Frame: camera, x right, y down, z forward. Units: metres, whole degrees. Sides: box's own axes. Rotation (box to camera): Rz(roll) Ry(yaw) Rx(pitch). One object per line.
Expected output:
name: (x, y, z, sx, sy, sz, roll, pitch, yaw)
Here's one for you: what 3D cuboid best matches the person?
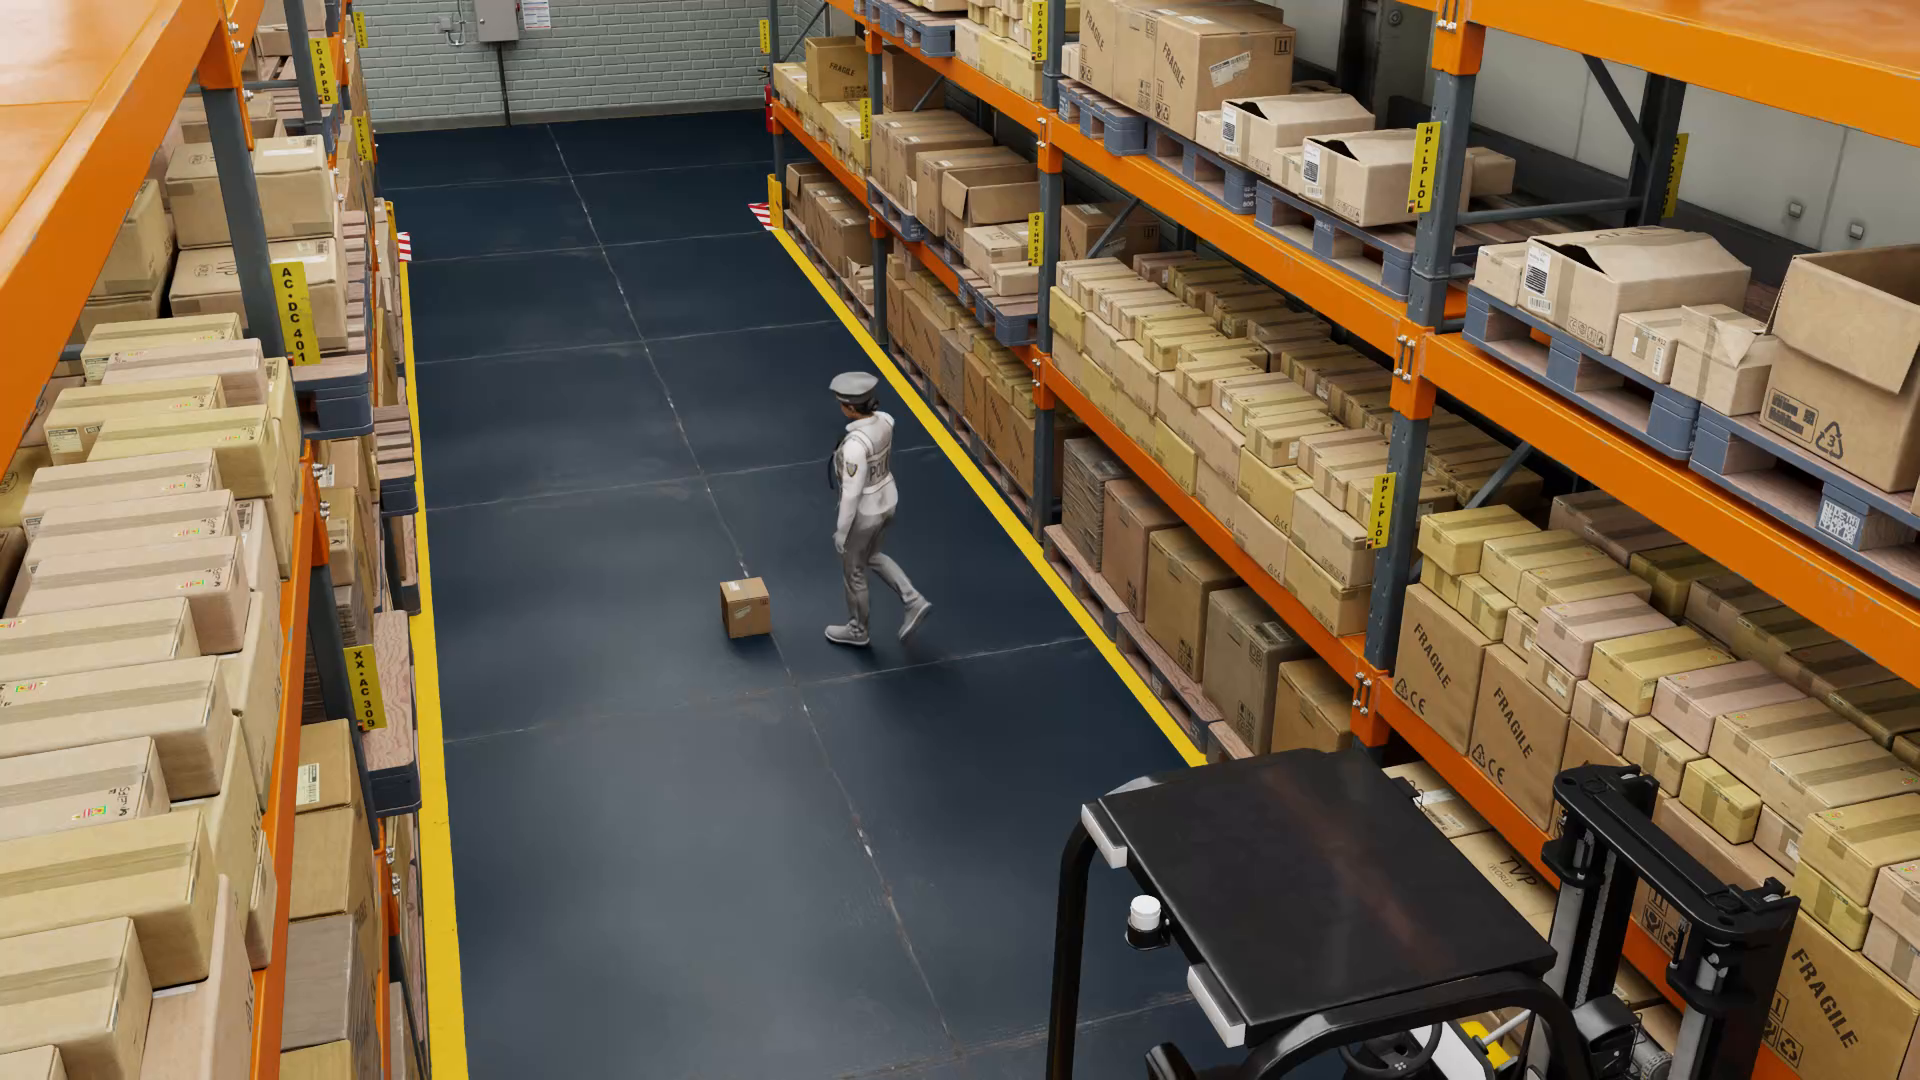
person: (-0.495, -0.140, 9.362, 0.625, 1.657, 0.512, 13, 29, 24)
